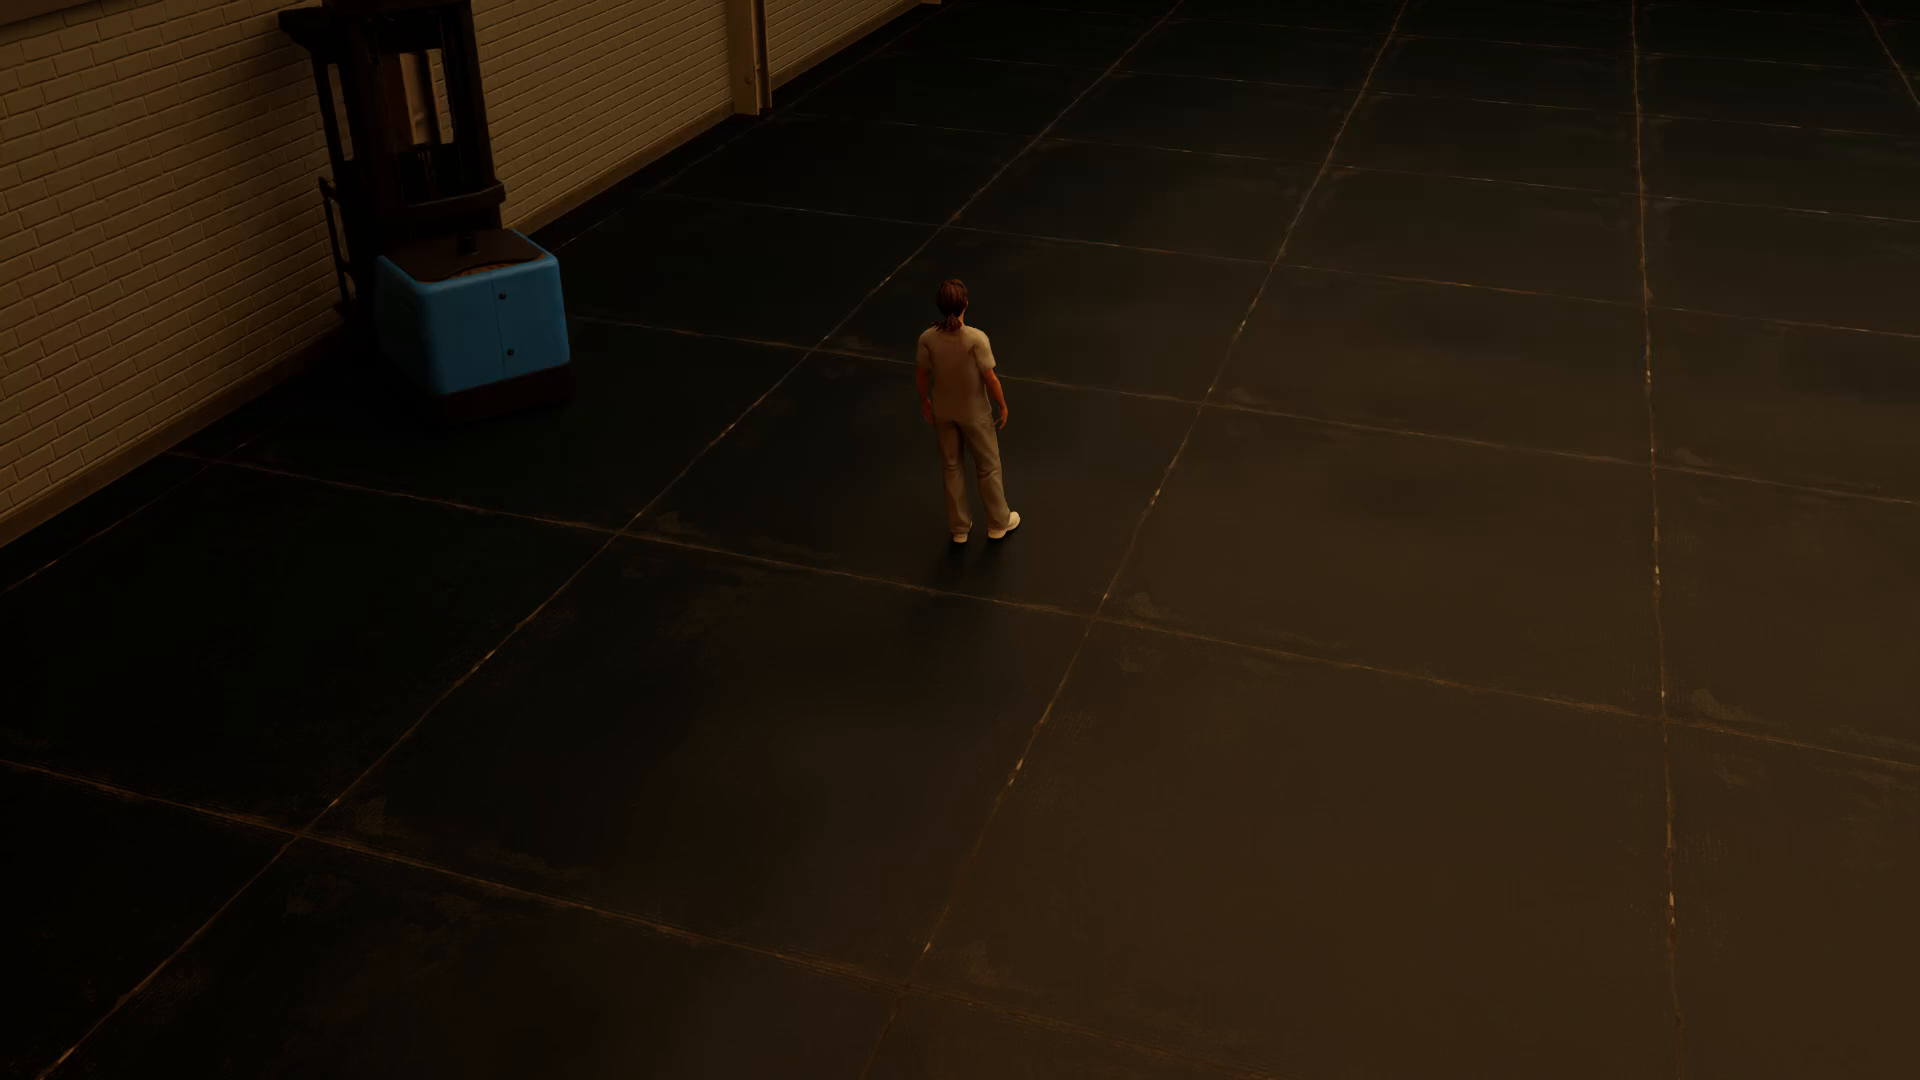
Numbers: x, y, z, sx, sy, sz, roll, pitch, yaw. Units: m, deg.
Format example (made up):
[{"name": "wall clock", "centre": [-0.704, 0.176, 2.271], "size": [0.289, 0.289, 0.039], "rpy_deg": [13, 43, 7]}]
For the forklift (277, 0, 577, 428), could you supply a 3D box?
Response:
[{"name": "forklift", "centre": [-3.998, -2.709, 11.889], "size": [1.130, 2.935, 3.031], "rpy_deg": [-20, 35, -31]}]

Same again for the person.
[{"name": "person", "centre": [0.037, -0.767, 9.734], "size": [0.549, 1.673, 0.548], "rpy_deg": [10, 31, 16]}]
